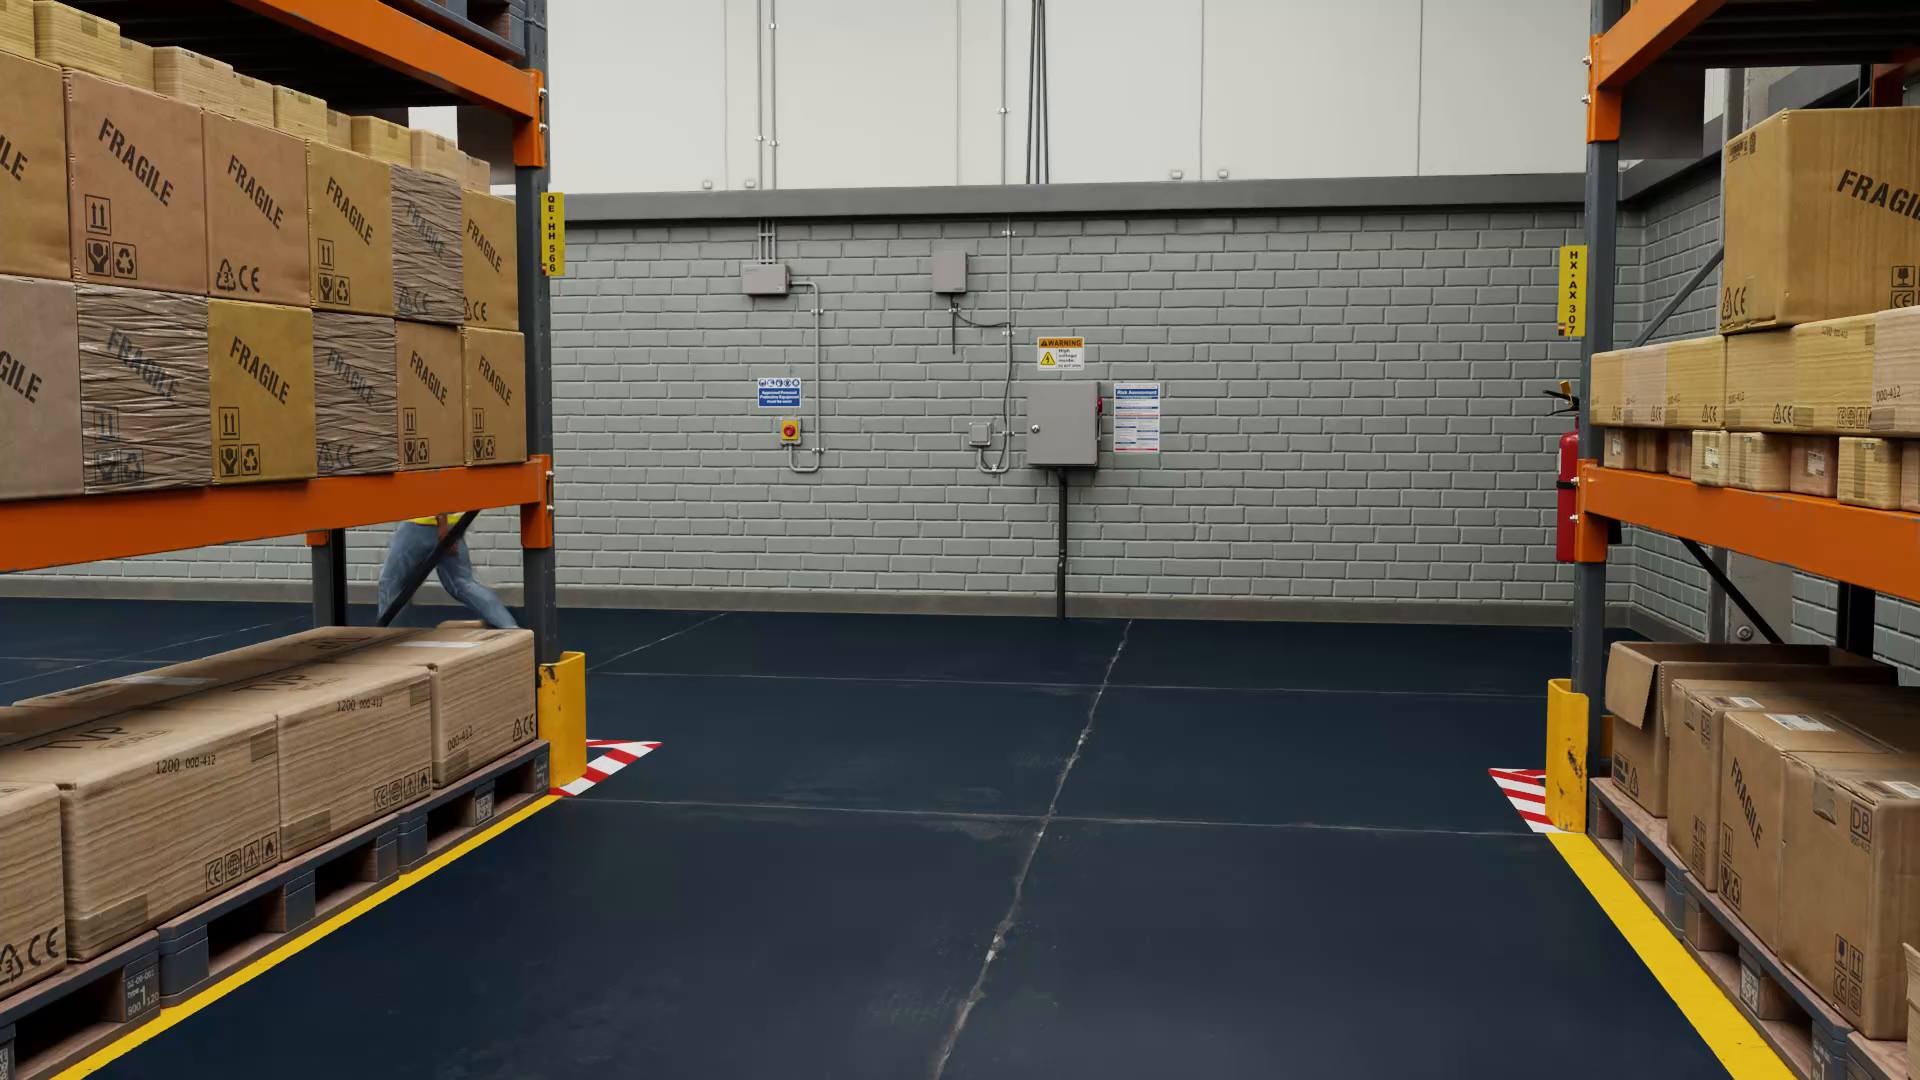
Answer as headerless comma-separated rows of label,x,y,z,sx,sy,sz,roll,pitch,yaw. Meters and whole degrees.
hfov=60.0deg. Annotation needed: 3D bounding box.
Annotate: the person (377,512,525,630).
person,-3.006,-0.112,9.501,1.048,1.720,0.590,0,4,6
